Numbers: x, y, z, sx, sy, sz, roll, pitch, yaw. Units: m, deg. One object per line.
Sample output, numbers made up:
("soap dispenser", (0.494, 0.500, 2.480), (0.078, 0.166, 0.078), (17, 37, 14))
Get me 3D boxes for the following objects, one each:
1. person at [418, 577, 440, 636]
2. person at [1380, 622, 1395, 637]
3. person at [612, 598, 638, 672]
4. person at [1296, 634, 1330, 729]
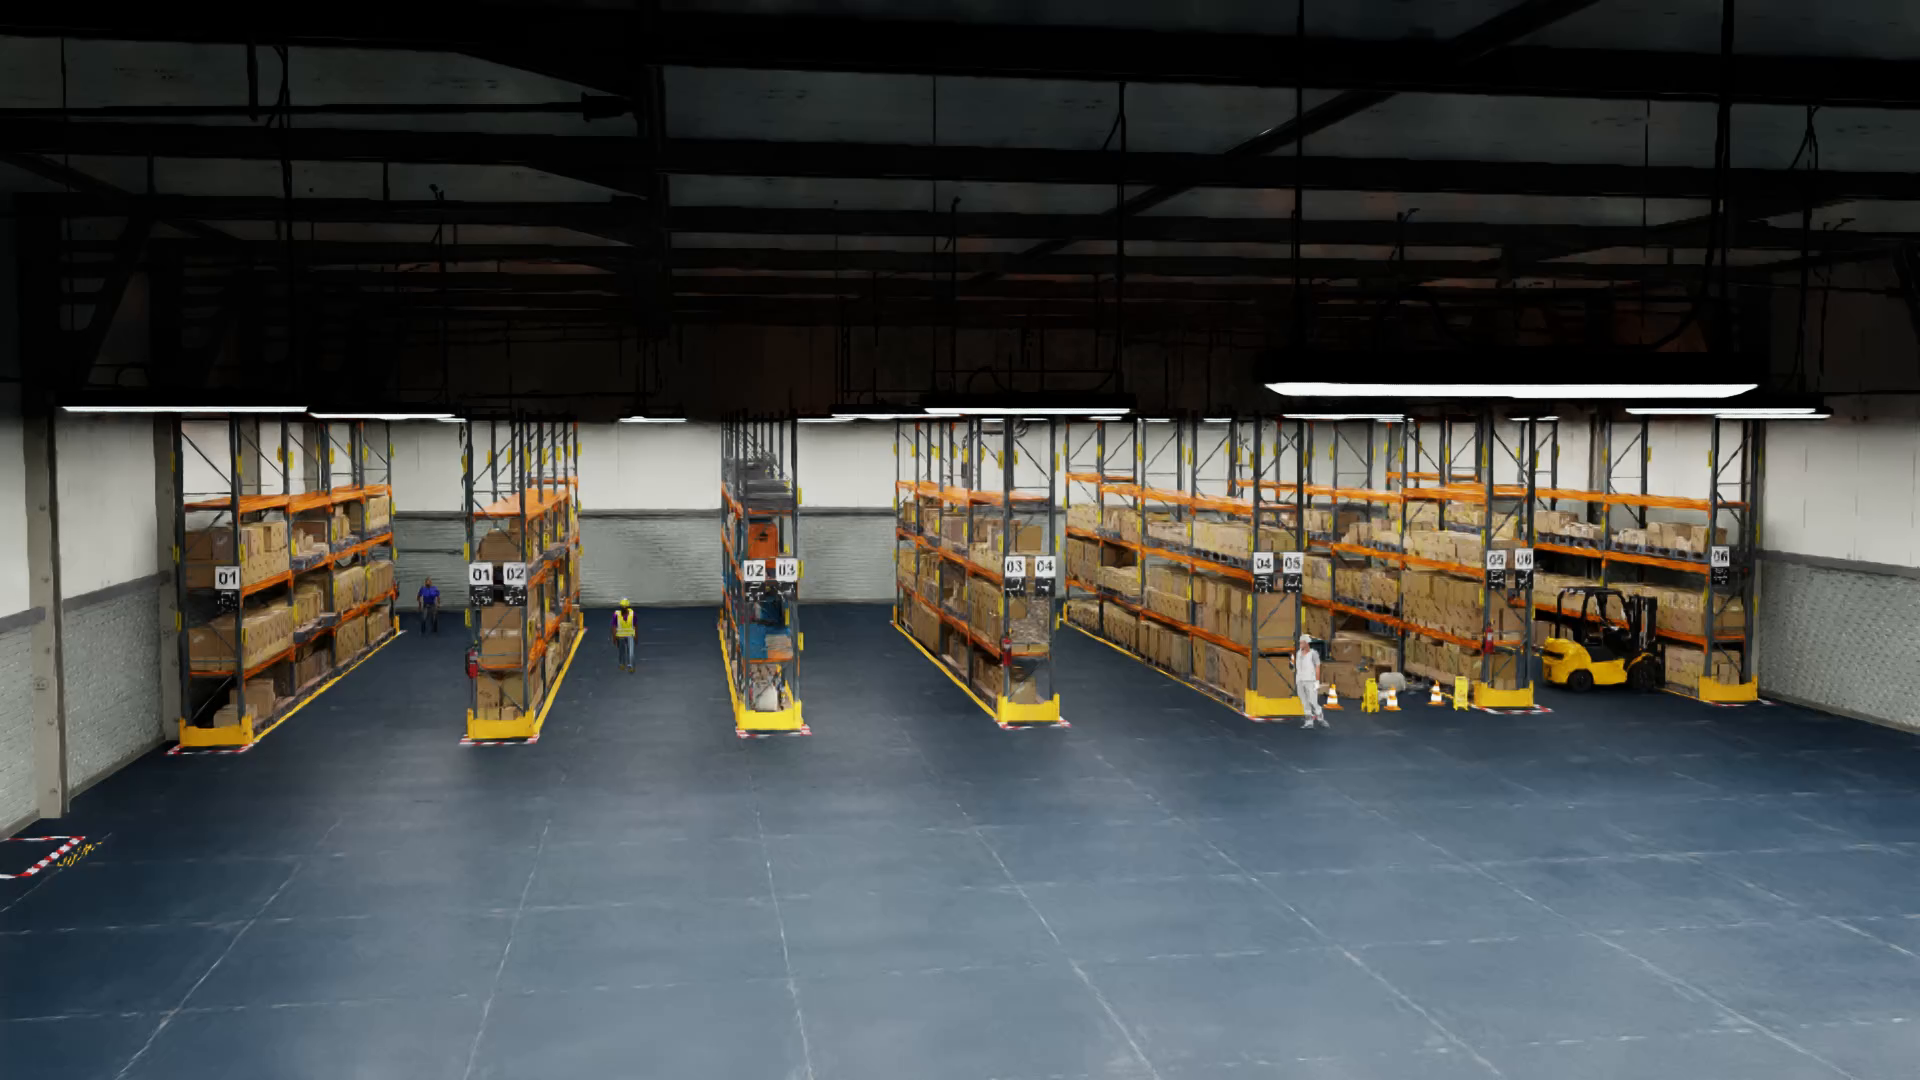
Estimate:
("person", (-14.345, 1.796, 44.939), (0.592, 1.604, 0.513), (-1, 4, -12))
("person", (11.414, 1.707, 44.617), (0.551, 1.782, 0.653), (1, 4, 18))
("person", (-7.735, 2.185, 38.368), (0.583, 1.686, 1.111), (-1, 4, -11))
("person", (6.570, 2.652, 31.124), (0.458, 1.779, 0.704), (-4, 5, -42))
